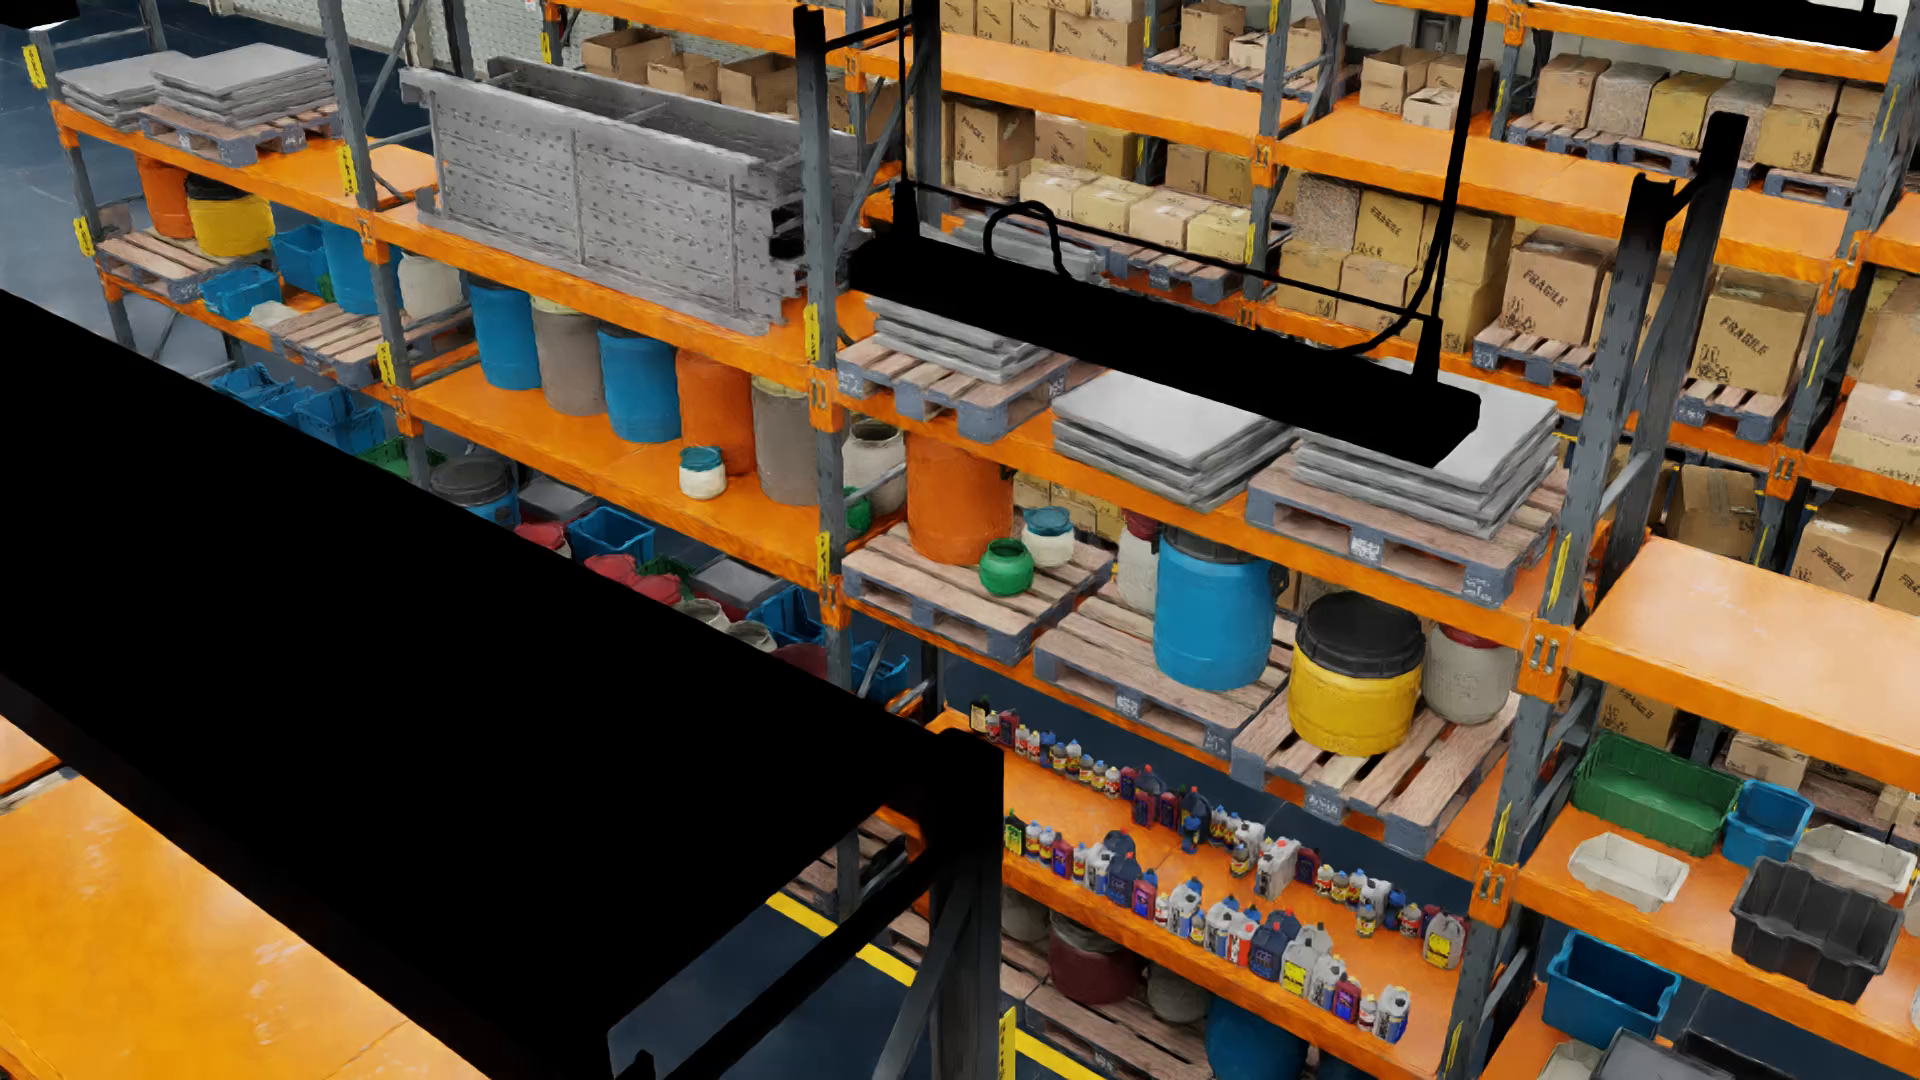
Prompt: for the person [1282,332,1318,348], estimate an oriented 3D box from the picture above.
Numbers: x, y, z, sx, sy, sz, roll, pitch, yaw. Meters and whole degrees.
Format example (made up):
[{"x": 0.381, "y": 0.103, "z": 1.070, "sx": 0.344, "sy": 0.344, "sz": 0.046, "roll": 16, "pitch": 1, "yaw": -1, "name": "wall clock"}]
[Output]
[{"x": 3.197, "y": -1.451, "z": 16.000, "sx": 0.552, "sy": 1.742, "sz": 0.677, "roll": 20, "pitch": 37, "yaw": 30, "name": "person"}]
